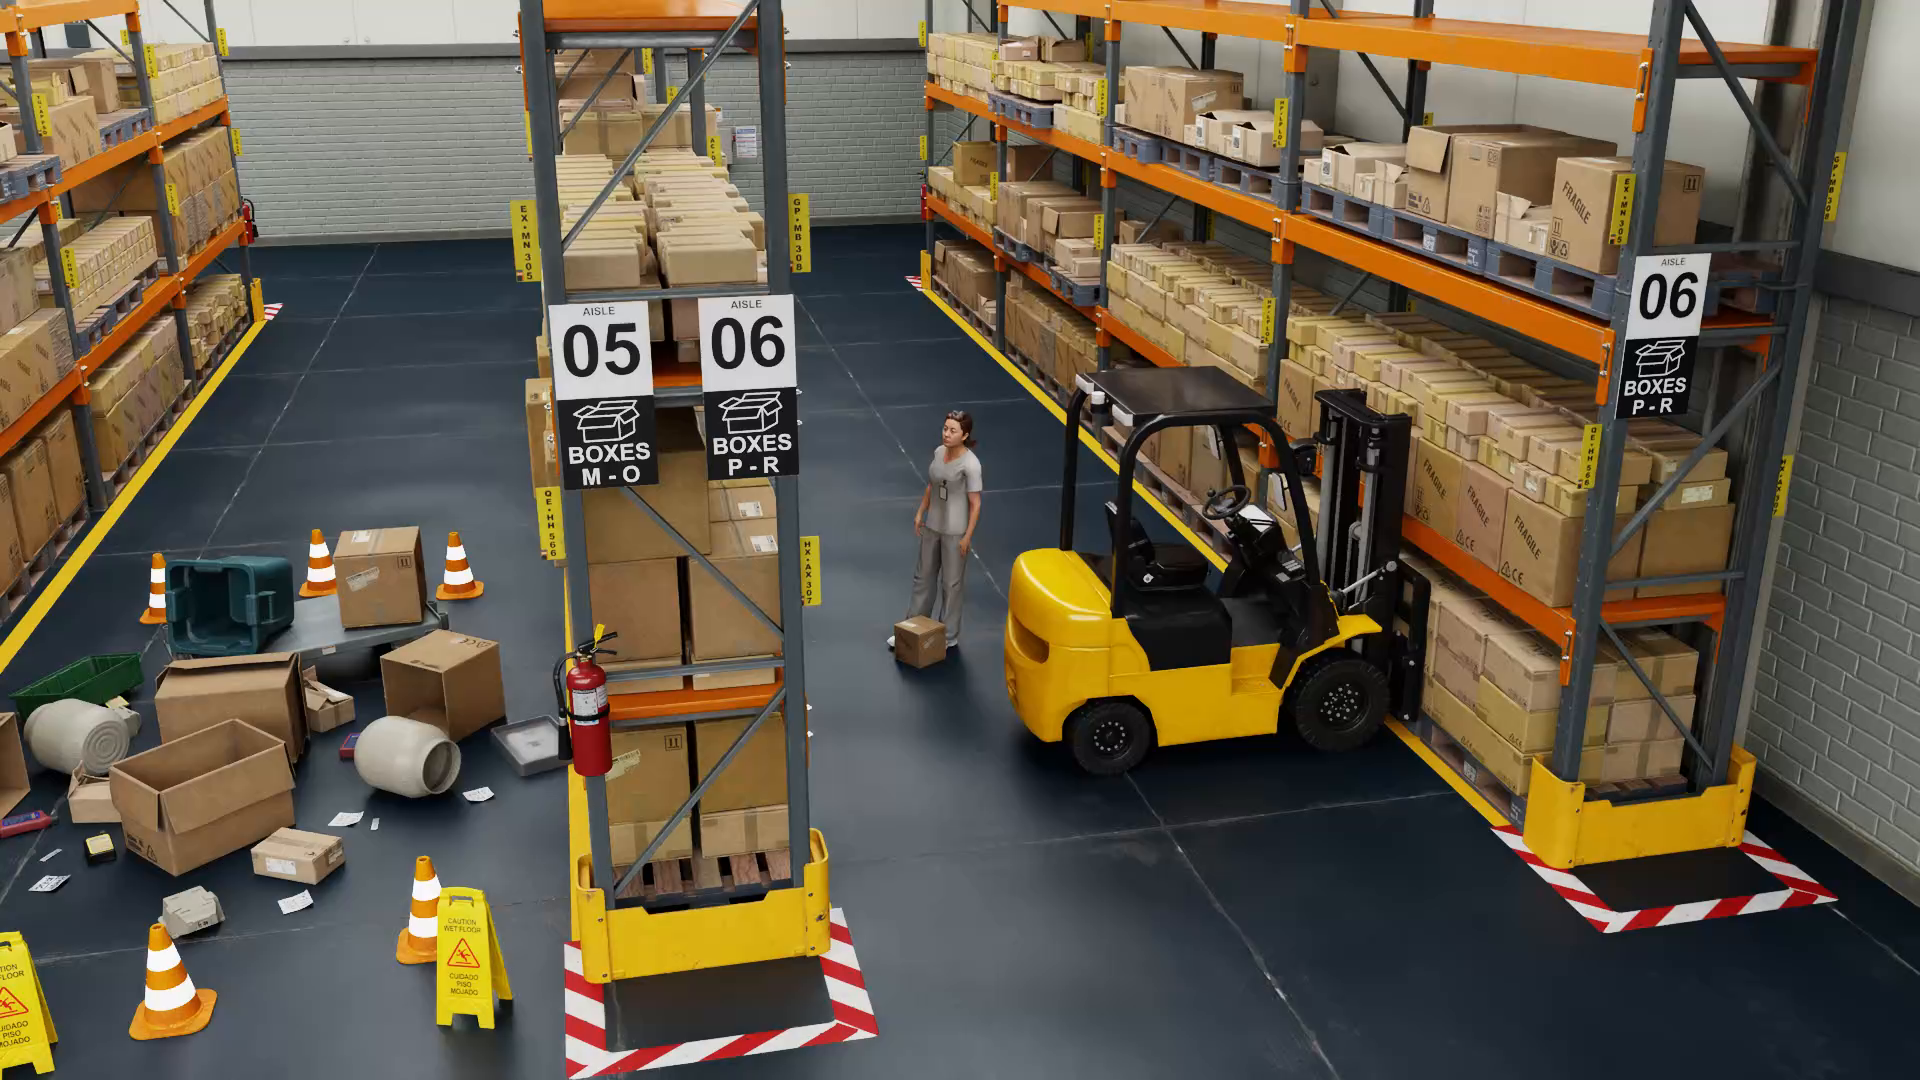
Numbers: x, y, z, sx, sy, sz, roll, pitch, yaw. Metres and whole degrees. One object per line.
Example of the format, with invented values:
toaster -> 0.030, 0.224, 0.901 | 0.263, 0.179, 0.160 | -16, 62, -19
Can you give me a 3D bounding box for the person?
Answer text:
person -> -0.136, -0.050, 11.184 | 0.548, 1.674, 0.549 | -17, 26, -39
